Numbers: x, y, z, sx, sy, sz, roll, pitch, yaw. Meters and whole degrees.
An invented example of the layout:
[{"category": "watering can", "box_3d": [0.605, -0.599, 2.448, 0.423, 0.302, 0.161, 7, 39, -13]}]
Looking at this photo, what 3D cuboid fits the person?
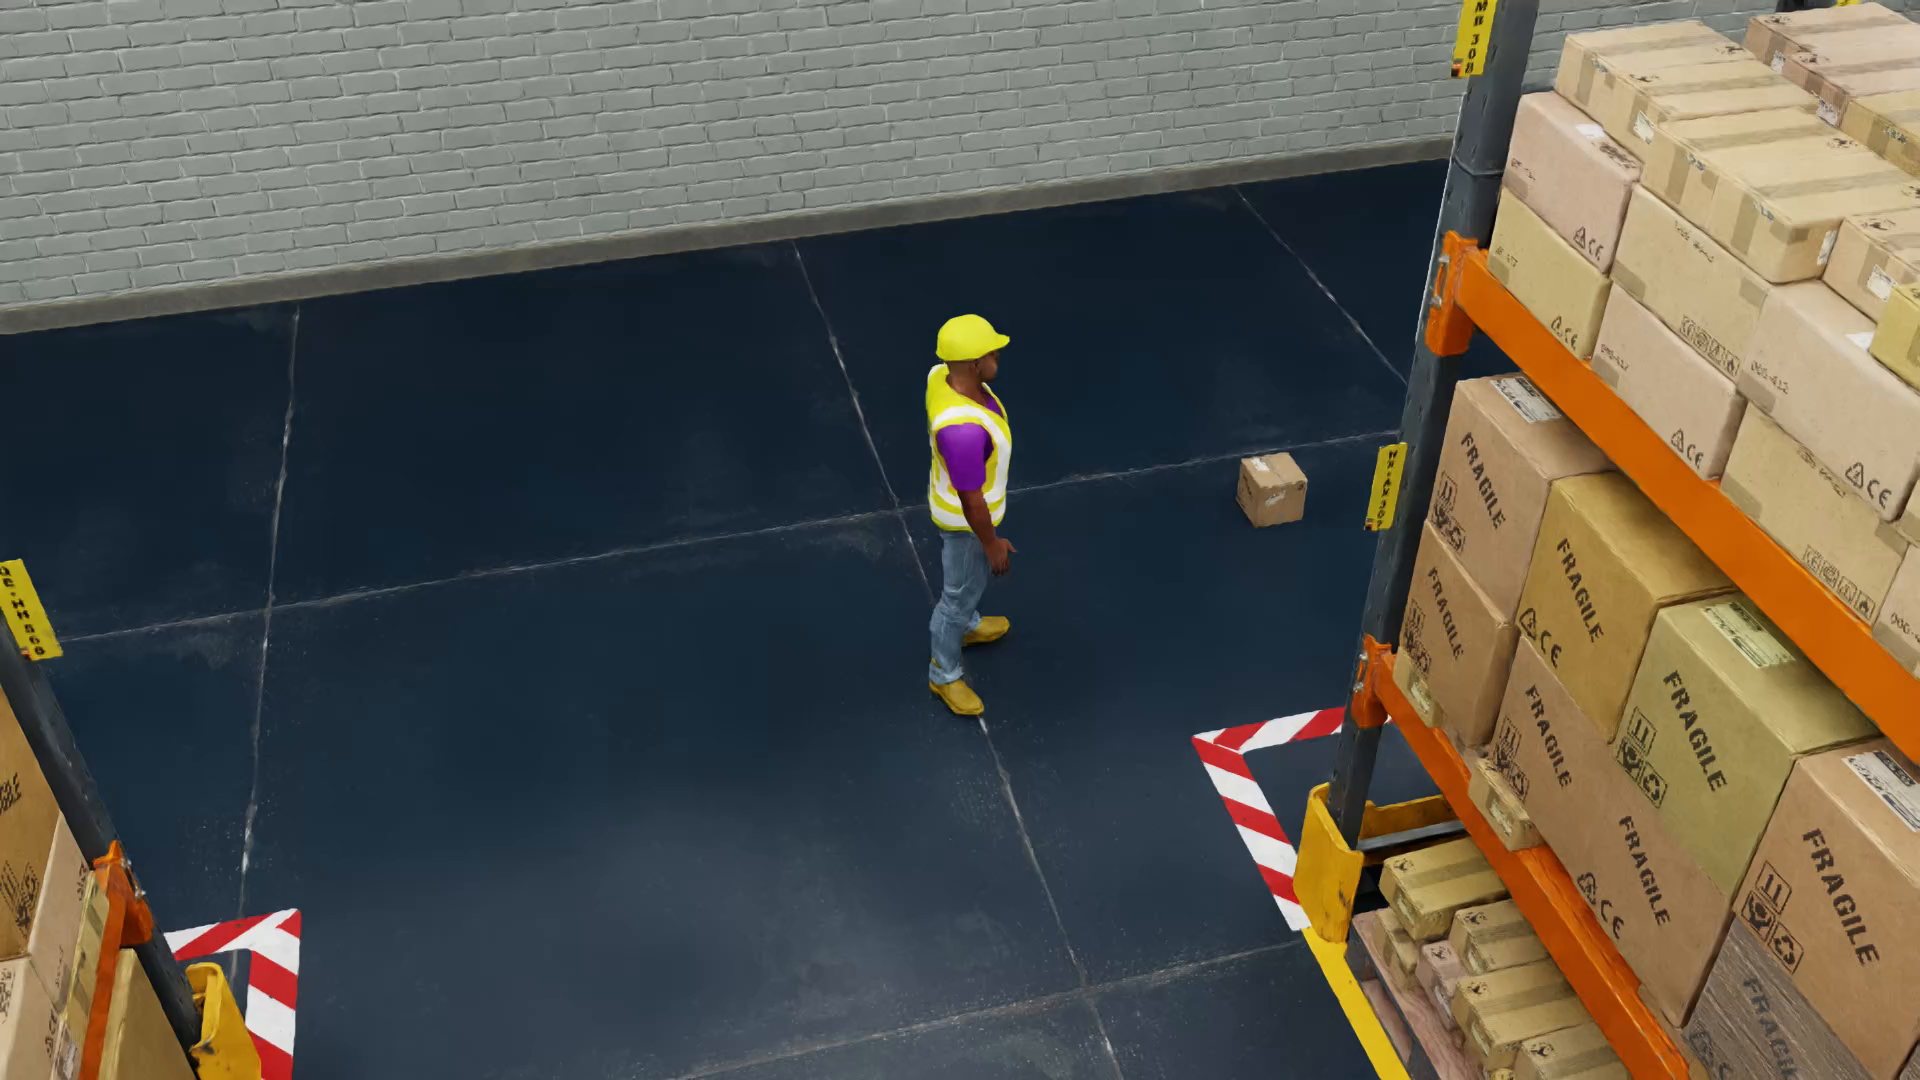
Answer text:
[{"category": "person", "box_3d": [0.047, -0.146, 6.842, 0.374, 1.768, 0.698, -1, 38, -1]}]
